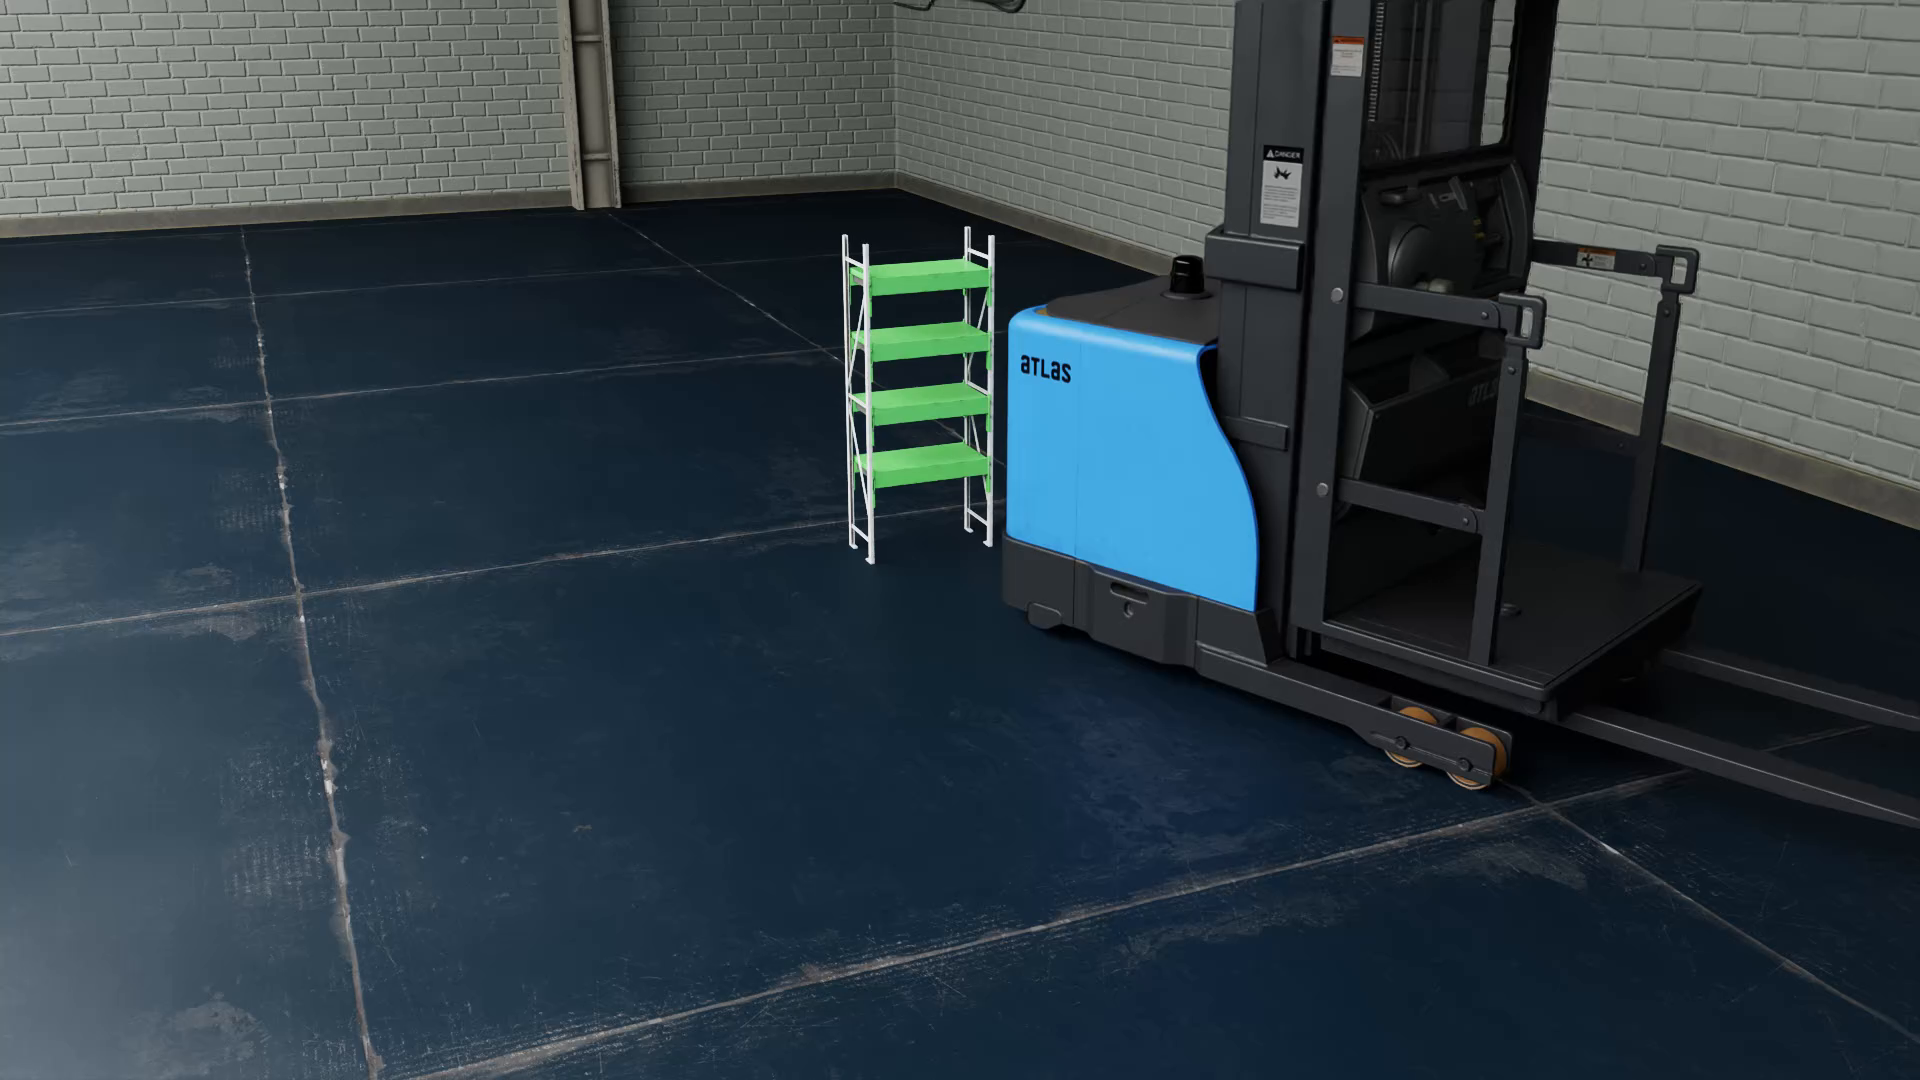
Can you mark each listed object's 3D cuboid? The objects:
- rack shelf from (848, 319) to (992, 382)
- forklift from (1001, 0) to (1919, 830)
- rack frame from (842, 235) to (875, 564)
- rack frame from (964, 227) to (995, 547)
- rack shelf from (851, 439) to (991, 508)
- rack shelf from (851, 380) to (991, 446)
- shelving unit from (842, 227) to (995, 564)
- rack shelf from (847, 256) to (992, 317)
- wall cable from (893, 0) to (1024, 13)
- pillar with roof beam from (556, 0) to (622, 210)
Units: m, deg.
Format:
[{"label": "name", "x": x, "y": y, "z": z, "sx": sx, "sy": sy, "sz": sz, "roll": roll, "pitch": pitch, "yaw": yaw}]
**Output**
[{"label": "rack shelf", "x": -0.152, "y": -0.710, "z": 6.202, "sx": 0.480, "sy": 0.148, "sz": 0.258, "roll": -8, "pitch": 21, "yaw": -22}, {"label": "forklift", "x": 1.558, "y": -0.892, "z": 4.641, "sx": 3.031, "sy": 2.935, "sz": 1.130, "roll": 17, "pitch": 26, "yaw": 40}, {"label": "rack frame", "x": -0.376, "y": -0.512, "z": 6.170, "sx": 0.015, "sy": 1.200, "sz": 0.240, "roll": -8, "pitch": 21, "yaw": -22}, {"label": "rack frame", "x": 0.072, "y": -0.576, "z": 6.352, "sx": 0.015, "sy": 1.200, "sz": 0.240, "roll": -8, "pitch": 21, "yaw": -22}, {"label": "rack shelf", "x": -0.152, "y": -0.258, "z": 6.362, "sx": 0.480, "sy": 0.148, "sz": 0.258, "roll": -8, "pitch": 21, "yaw": -22}, {"label": "rack shelf", "x": -0.152, "y": -0.484, "z": 6.282, "sx": 0.480, "sy": 0.148, "sz": 0.258, "roll": -8, "pitch": 21, "yaw": -22}, {"label": "shelving unit", "x": -0.152, "y": -0.544, "z": 6.261, "sx": 0.503, "sy": 1.200, "sz": 0.258, "roll": -8, "pitch": 21, "yaw": -22}, {"label": "rack shelf", "x": -0.152, "y": -0.937, "z": 6.123, "sx": 0.480, "sy": 0.148, "sz": 0.258, "roll": -8, "pitch": 21, "yaw": -22}, {"label": "wall cable", "x": -0.080, "y": -5.803, "z": 14.129, "sx": 0.112, "sy": 2.526, "sz": 3.097, "roll": -8, "pitch": 21, "yaw": -22}, {"label": "pillar with roof beam", "x": -1.604, "y": -5.970, "z": 9.929, "sx": 0.400, "sy": 9.000, "sz": 9.100, "roll": -8, "pitch": 21, "yaw": -22}]
